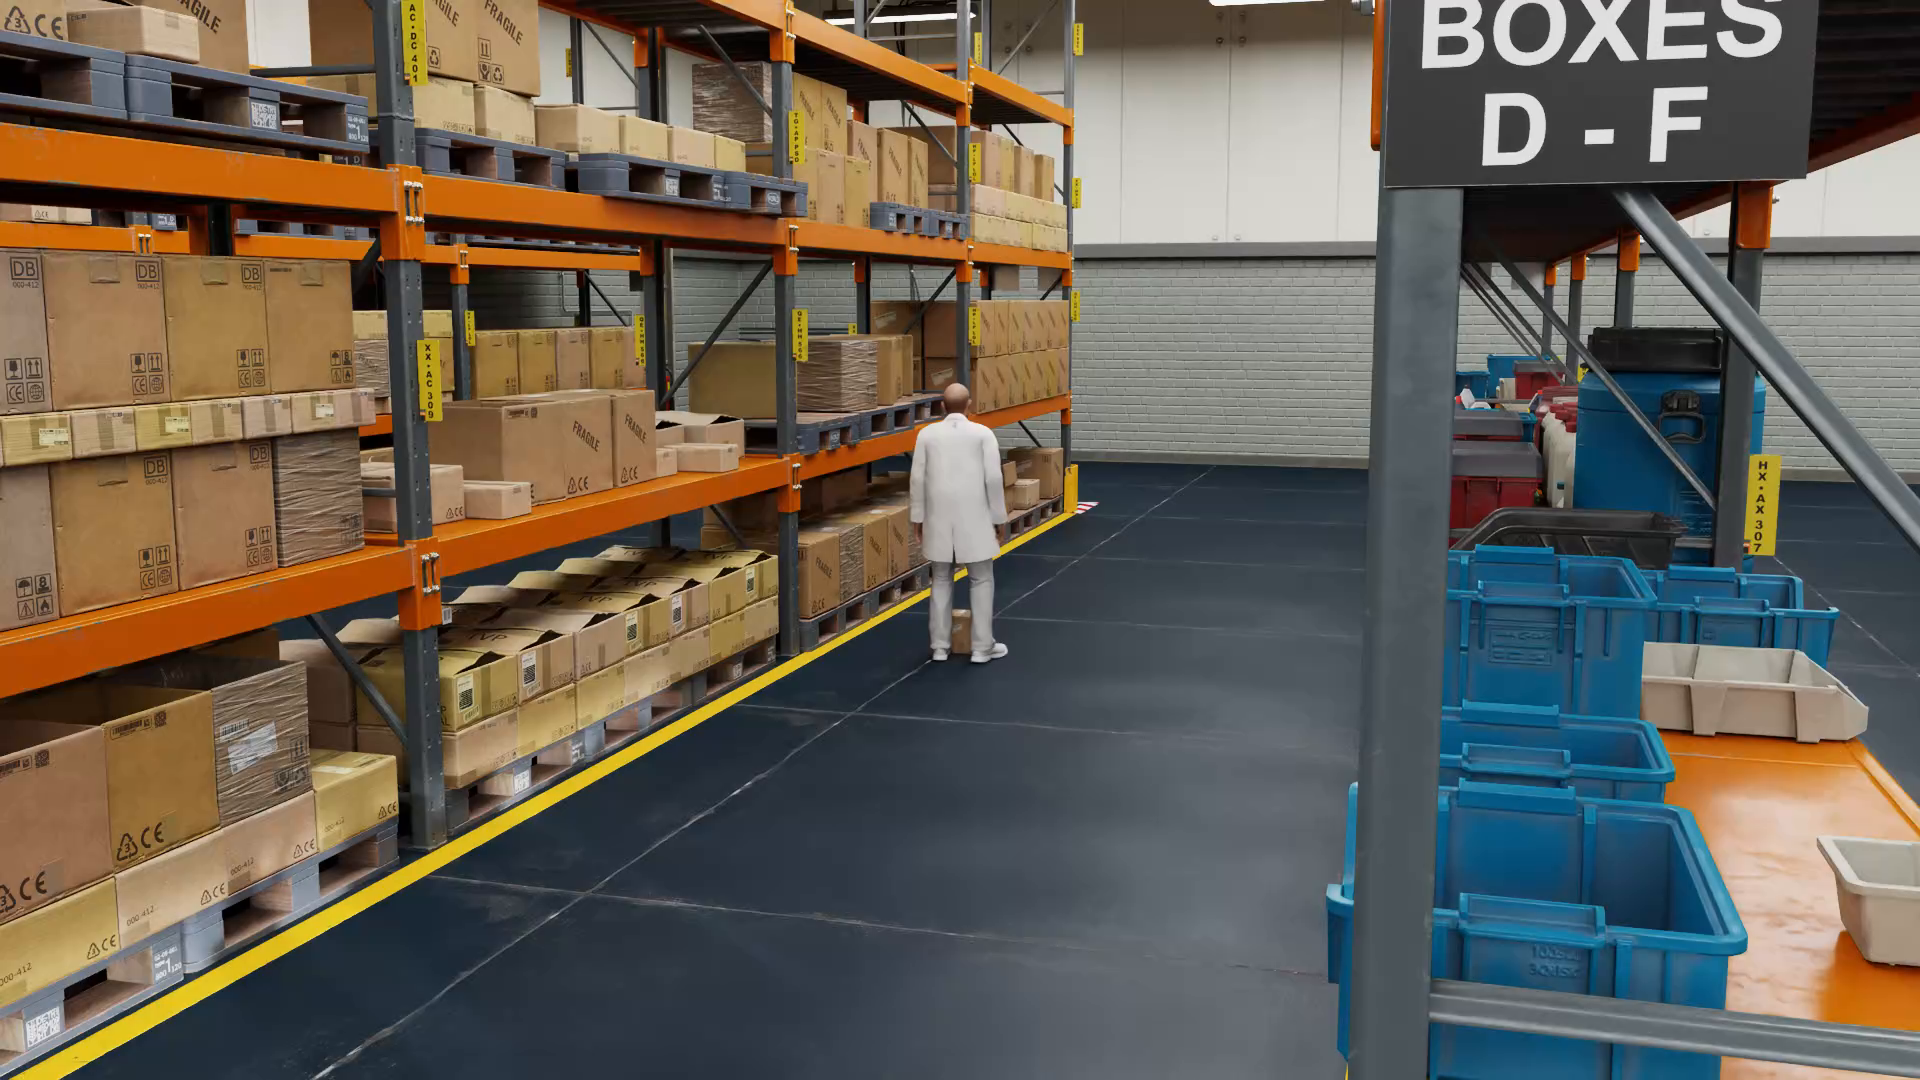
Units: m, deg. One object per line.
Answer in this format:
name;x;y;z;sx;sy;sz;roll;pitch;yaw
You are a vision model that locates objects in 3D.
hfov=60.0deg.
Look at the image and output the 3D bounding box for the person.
person;-0.009;-0.112;10.665;0.643;1.772;0.432;2;8;13
